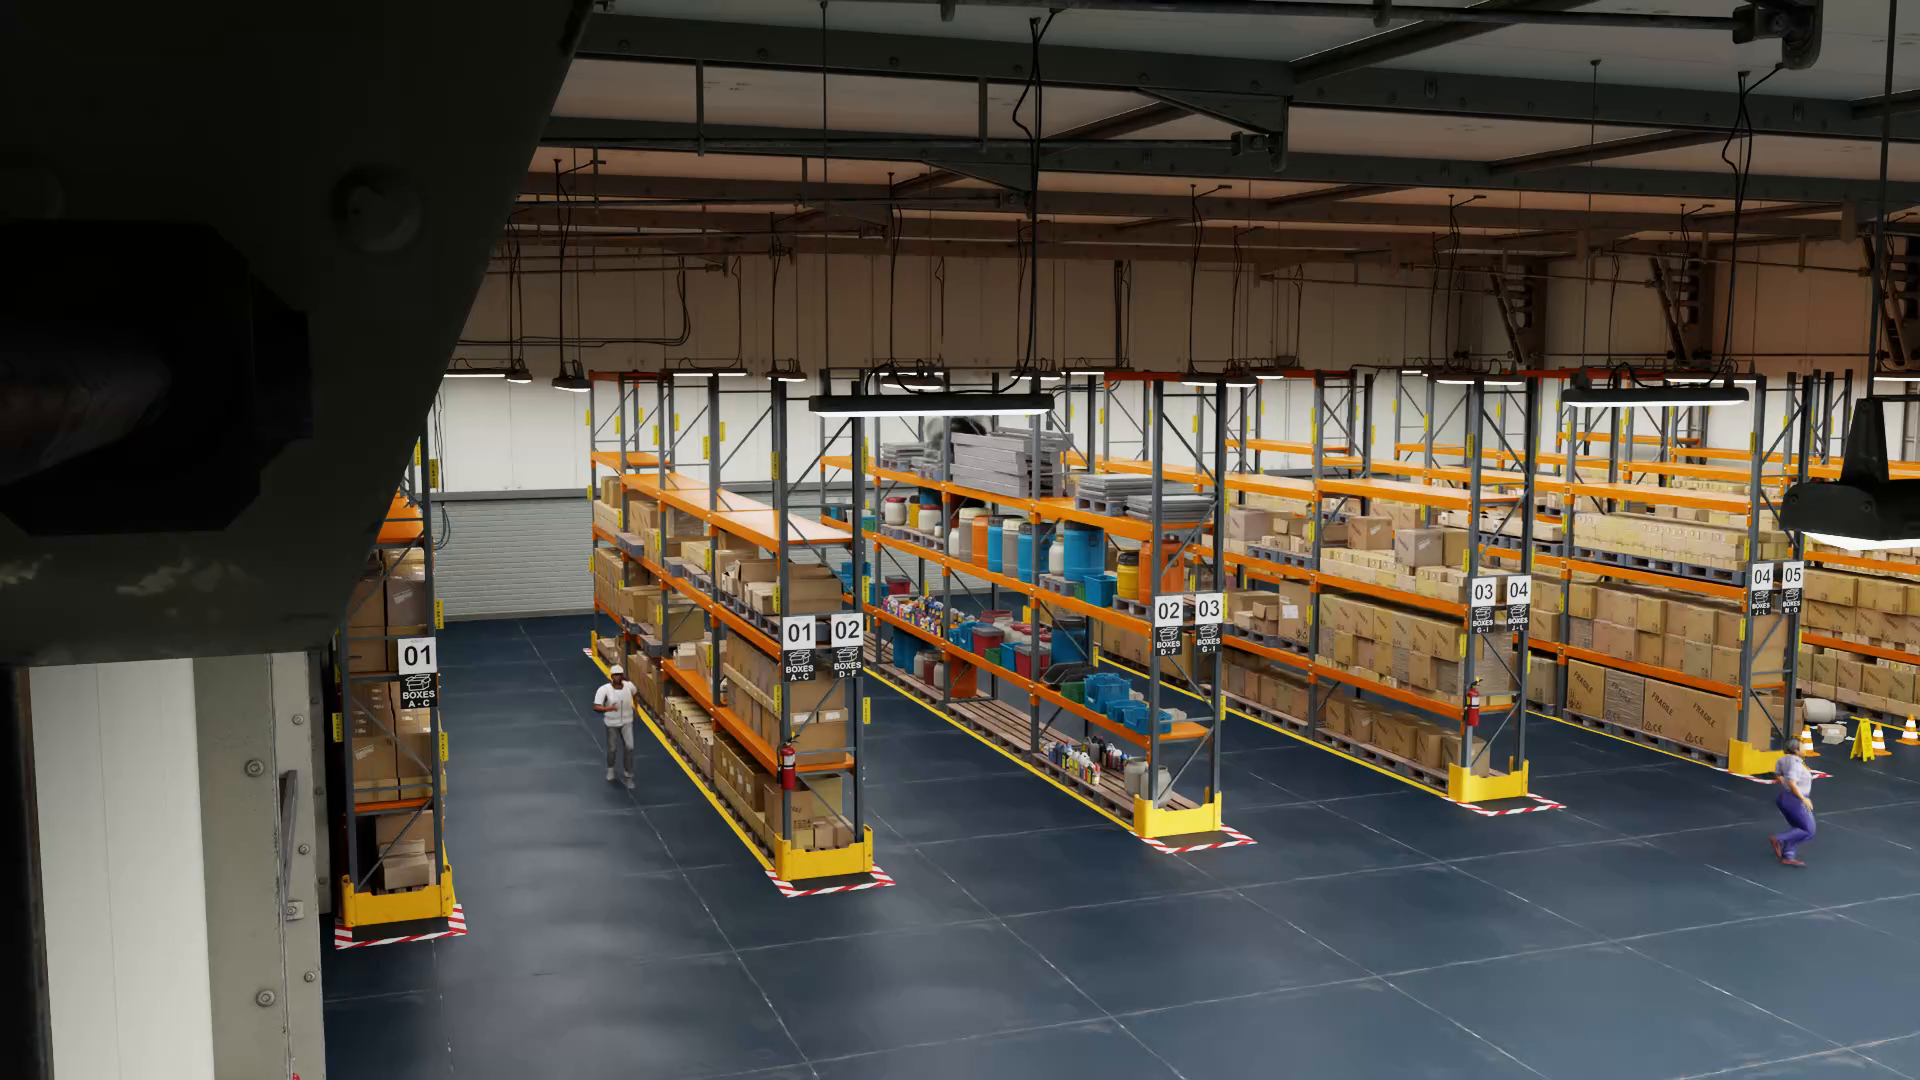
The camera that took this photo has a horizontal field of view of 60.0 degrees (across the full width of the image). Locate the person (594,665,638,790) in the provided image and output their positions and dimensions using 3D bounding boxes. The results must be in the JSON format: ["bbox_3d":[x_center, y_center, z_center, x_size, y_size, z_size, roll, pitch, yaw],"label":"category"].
[{"bbox_3d":[-5.028,2.729,24.414,0.720,1.834,0.787,-3,7,-25],"label":"person"}]

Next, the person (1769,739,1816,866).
[{"bbox_3d":[10.290,3.253,20.598,0.551,1.605,0.614,0,6,4],"label":"person"}]

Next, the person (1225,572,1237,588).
[{"bbox_3d":[6.802,0.906,41.442,0.545,1.635,0.581,-4,7,-32],"label":"person"}]
